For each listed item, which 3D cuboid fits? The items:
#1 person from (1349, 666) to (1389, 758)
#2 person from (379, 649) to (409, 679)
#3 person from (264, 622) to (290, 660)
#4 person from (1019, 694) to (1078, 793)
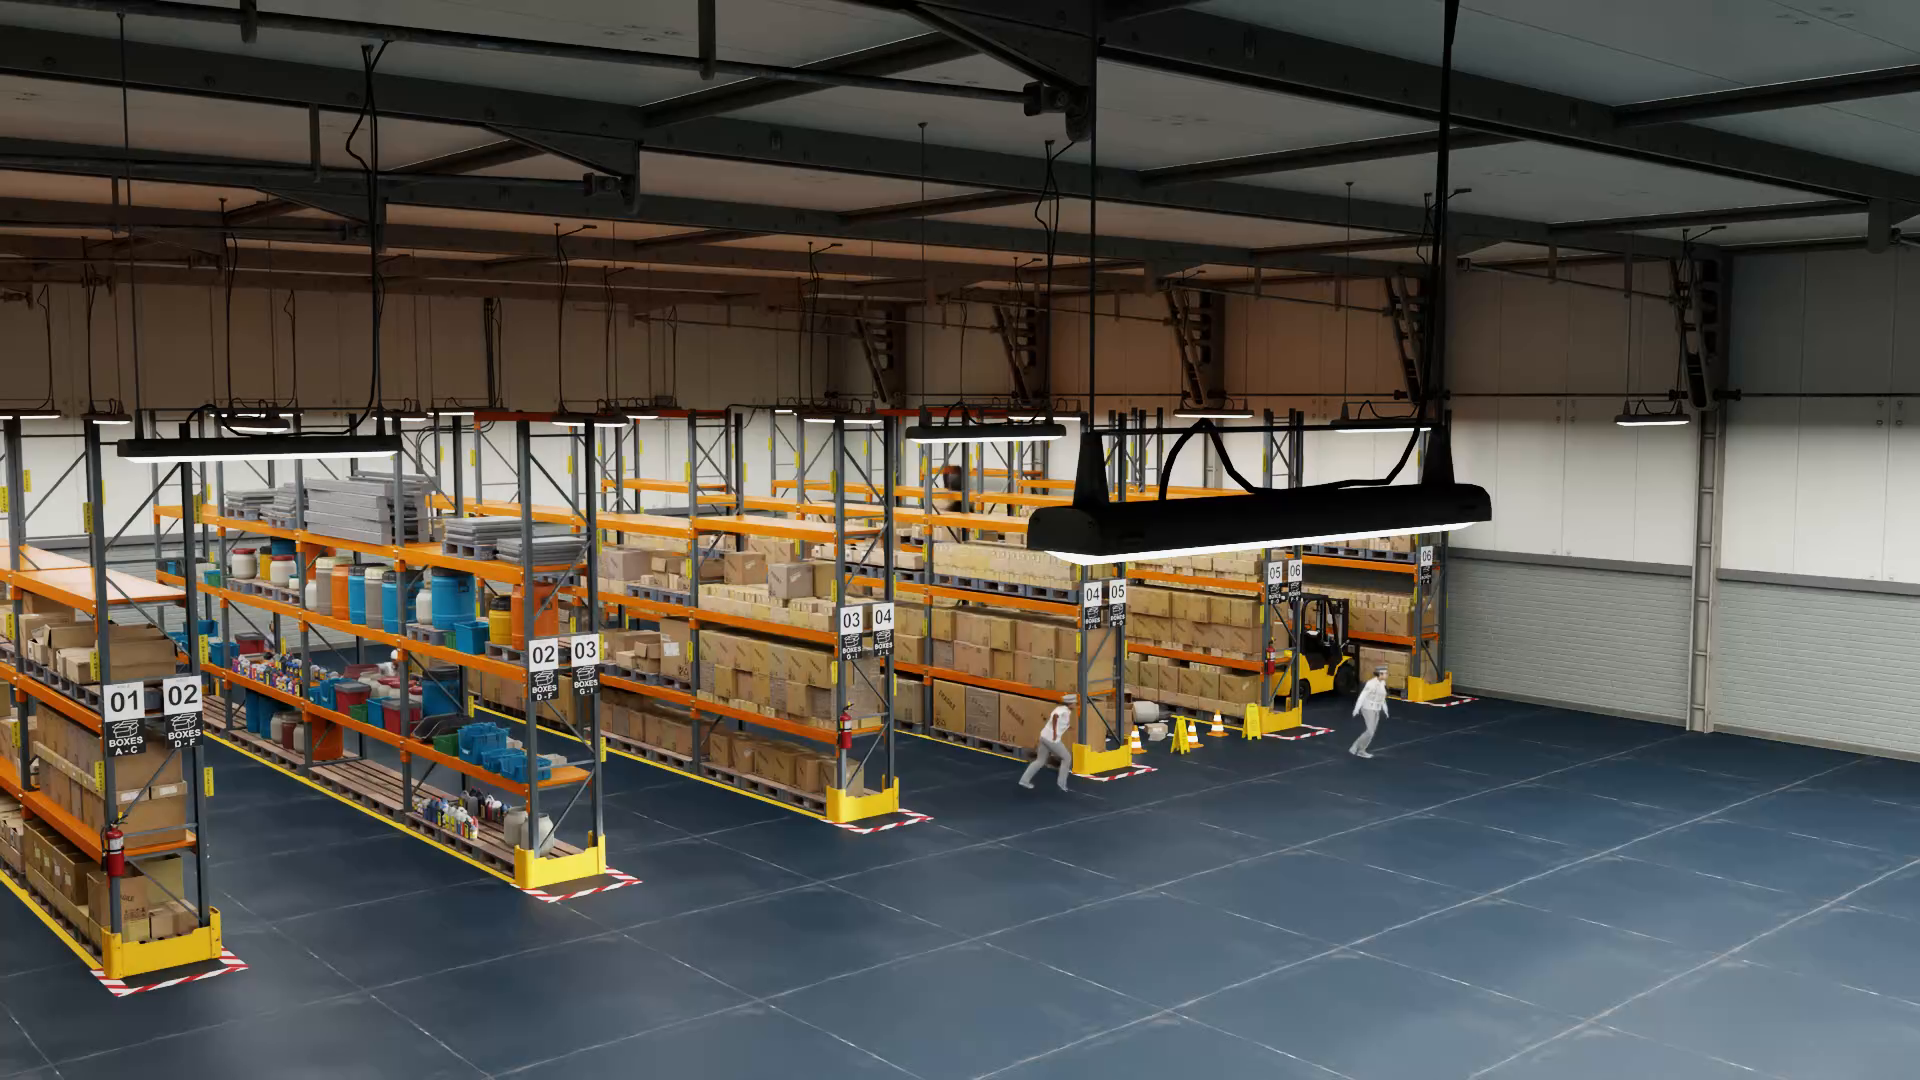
[{"bbox_3d":[7.149,2.987,28.955,0.547,1.629,0.633,5,7,44],"label":"person"},{"bbox_3d":[-10.488,2.837,30.499,0.703,1.741,1.035,-5,7,-44],"label":"person"},{"bbox_3d":[-14.215,2.505,34.512,0.860,1.627,0.633,3,6,30],"label":"person"},{"bbox_3d":[1.410,3.265,26.385,0.964,1.616,0.619,-1,5,-12],"label":"person"}]
